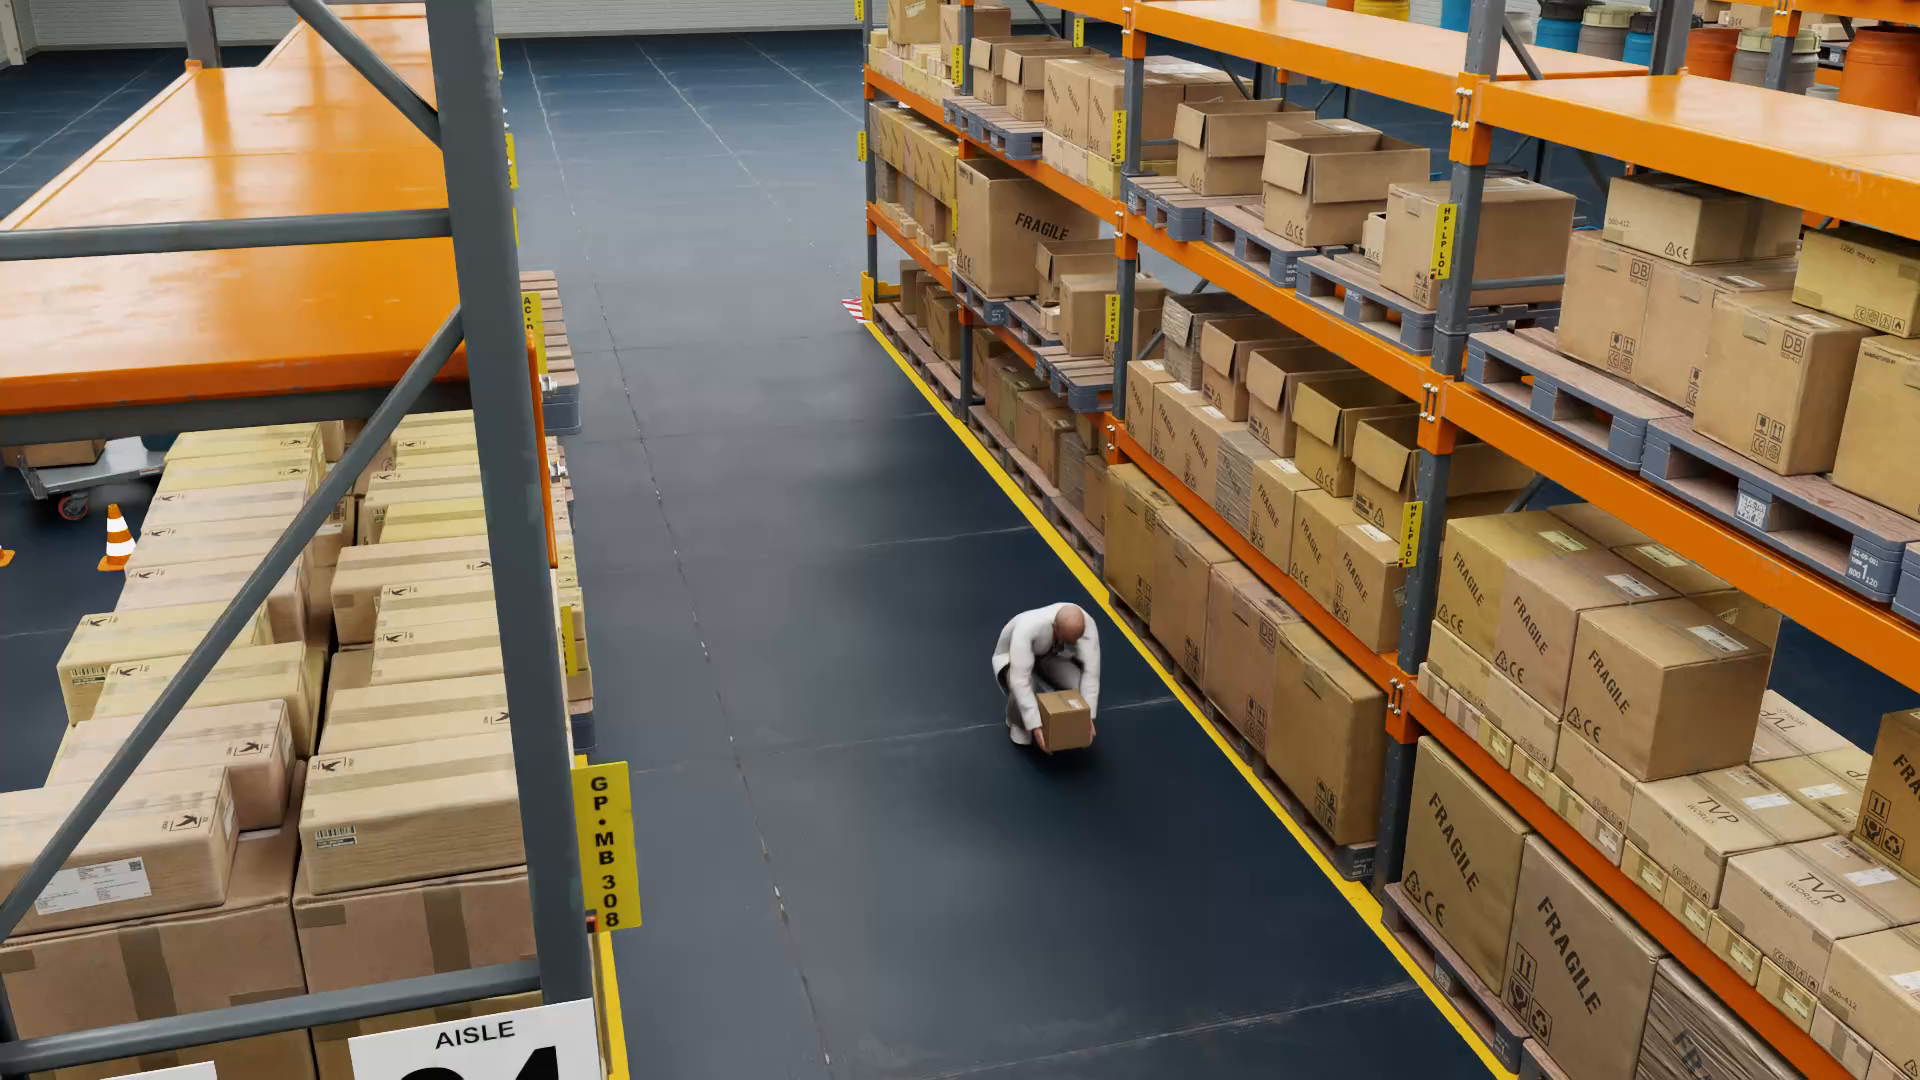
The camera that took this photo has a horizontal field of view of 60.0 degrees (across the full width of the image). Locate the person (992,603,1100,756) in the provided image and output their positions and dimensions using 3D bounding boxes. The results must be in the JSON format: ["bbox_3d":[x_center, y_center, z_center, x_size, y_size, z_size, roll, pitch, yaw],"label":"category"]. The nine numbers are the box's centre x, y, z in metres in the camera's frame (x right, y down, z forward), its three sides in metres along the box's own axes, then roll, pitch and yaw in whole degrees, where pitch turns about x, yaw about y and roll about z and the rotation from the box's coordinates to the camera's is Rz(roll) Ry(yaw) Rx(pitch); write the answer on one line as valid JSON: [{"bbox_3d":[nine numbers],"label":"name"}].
[{"bbox_3d":[0.518,0.760,9.918,0.603,0.977,0.909,-6,23,-14],"label":"person"}]
